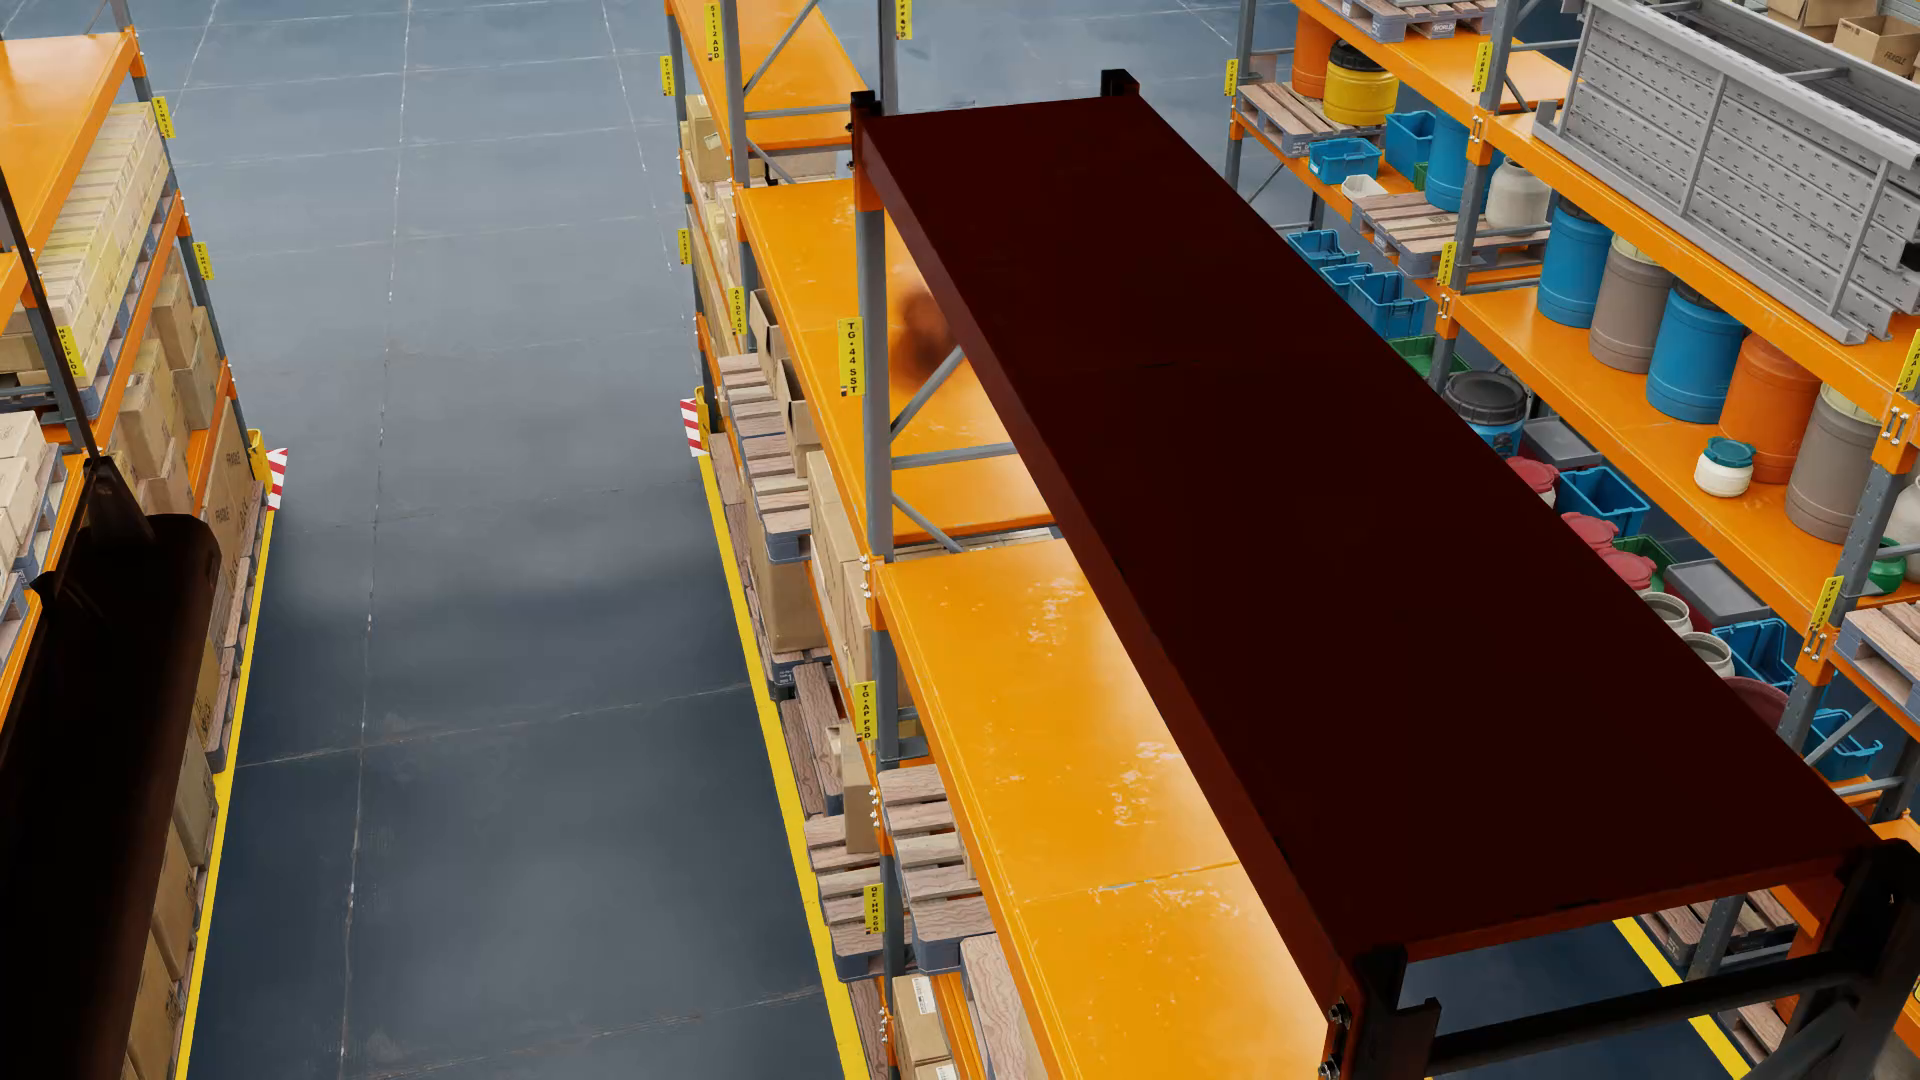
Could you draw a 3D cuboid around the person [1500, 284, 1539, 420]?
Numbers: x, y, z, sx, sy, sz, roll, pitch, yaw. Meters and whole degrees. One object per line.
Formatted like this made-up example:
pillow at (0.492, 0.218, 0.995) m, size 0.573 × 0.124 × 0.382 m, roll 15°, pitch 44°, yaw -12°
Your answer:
person at (5.117, -1.681, 15.035) m, size 0.691 × 1.772 × 0.961 m, roll -5°, pitch 35°, yaw -8°
